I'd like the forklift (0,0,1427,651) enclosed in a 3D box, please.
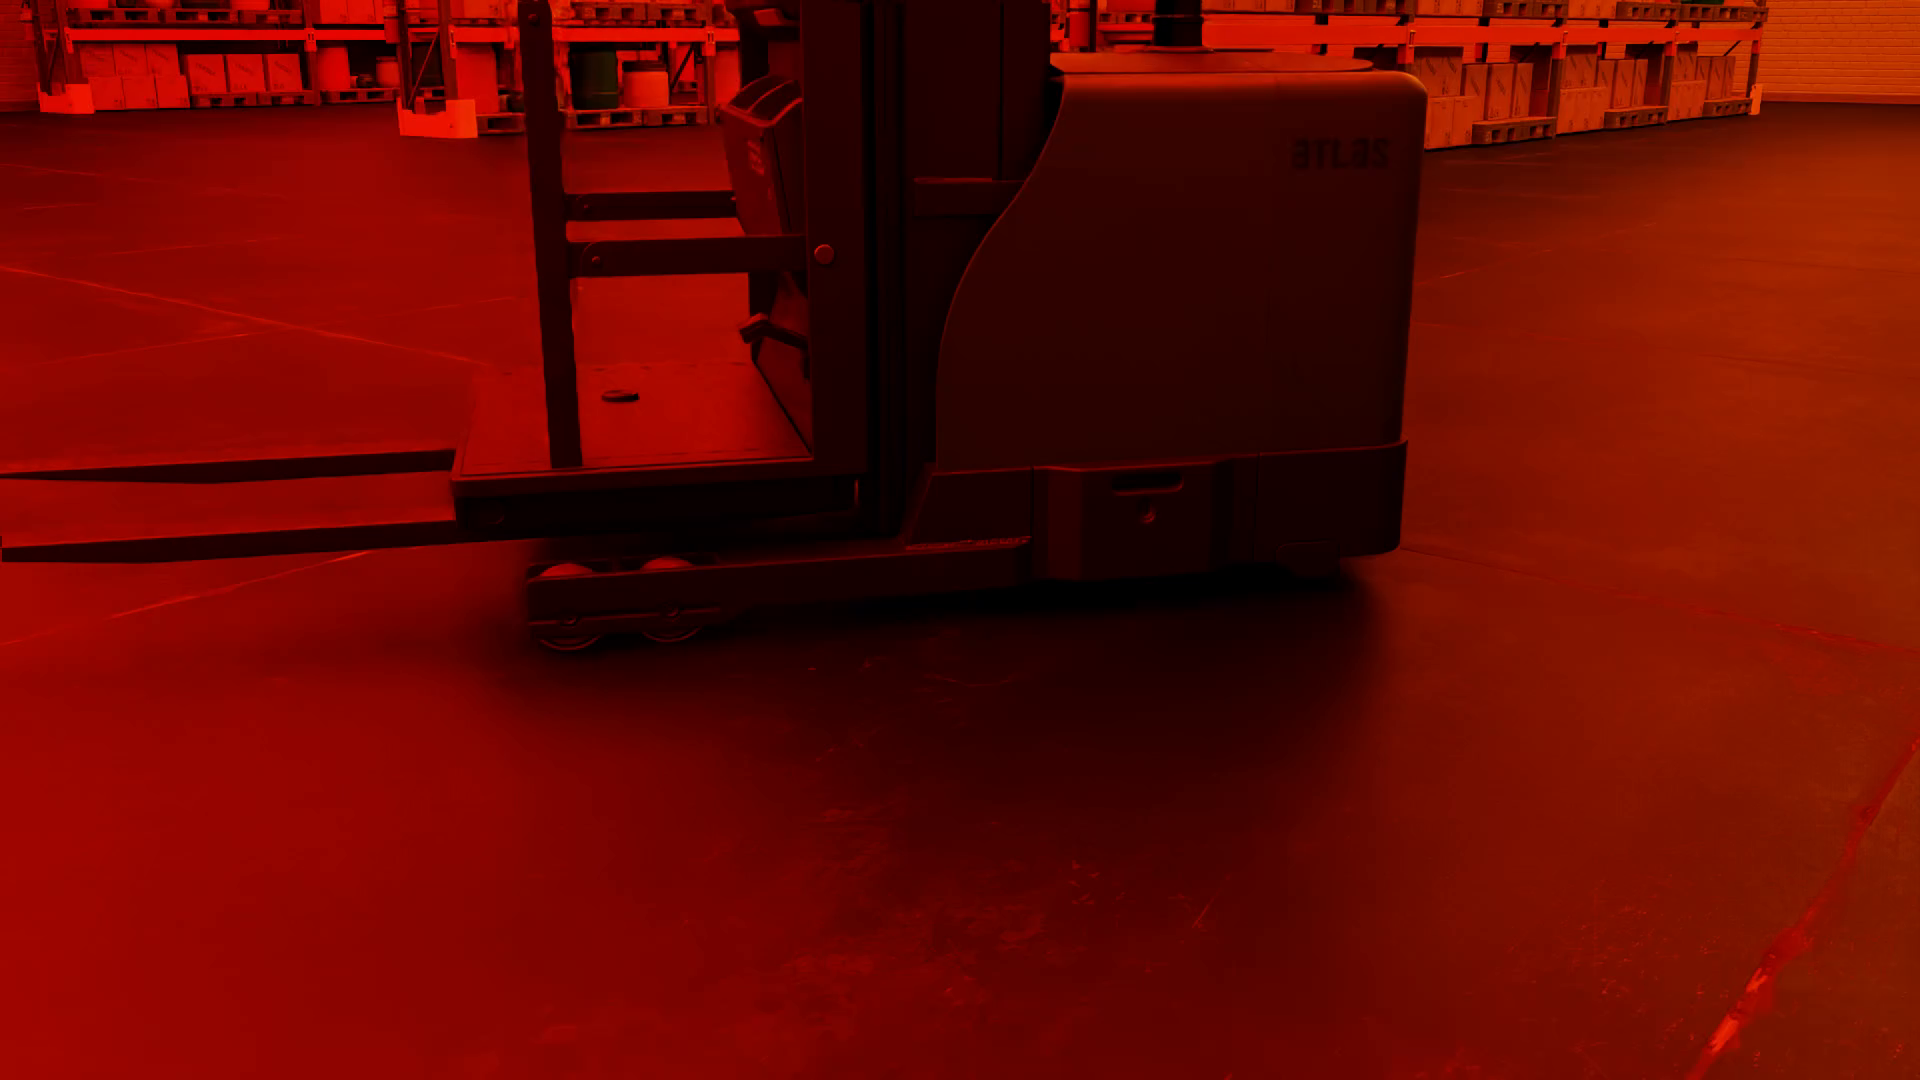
[{"bbox_3d":[-0.604,-1.355,3.361,3.031,2.935,1.130,-4,17,-13],"label":"forklift"}]
